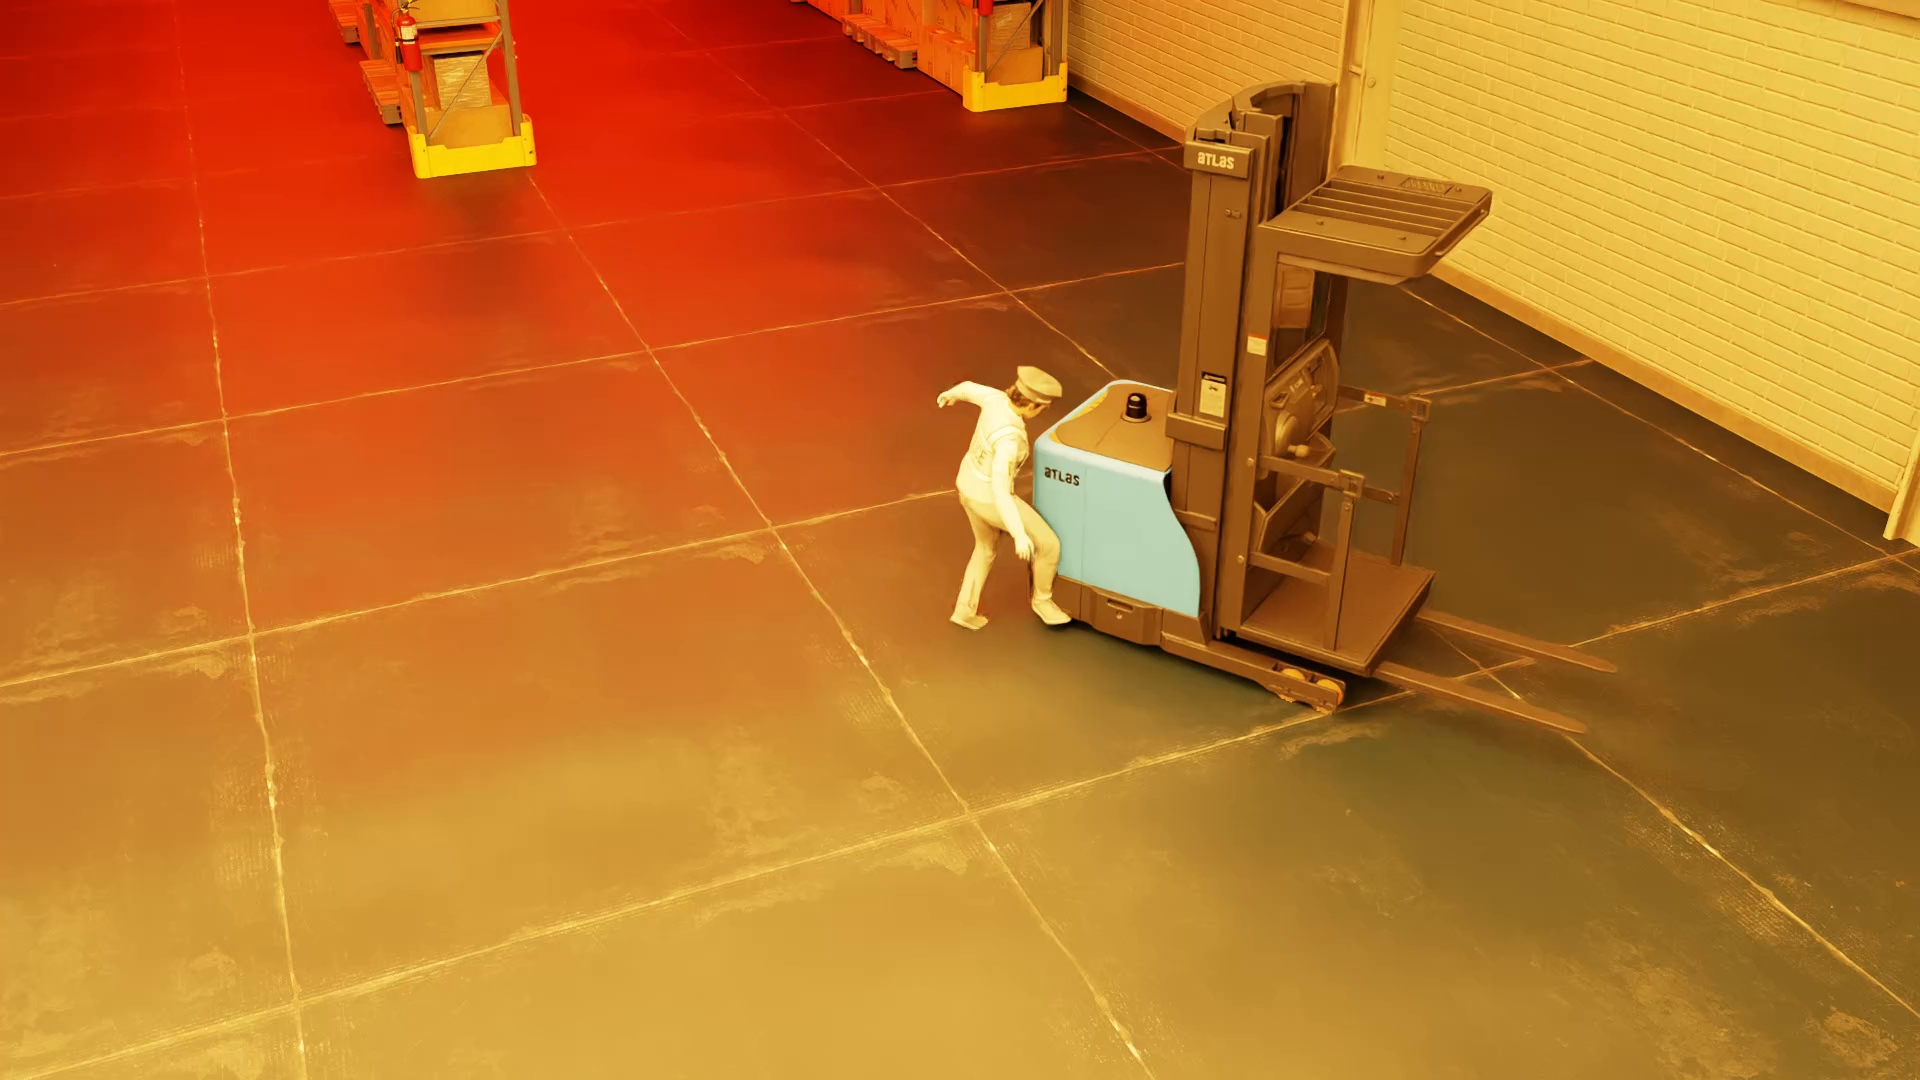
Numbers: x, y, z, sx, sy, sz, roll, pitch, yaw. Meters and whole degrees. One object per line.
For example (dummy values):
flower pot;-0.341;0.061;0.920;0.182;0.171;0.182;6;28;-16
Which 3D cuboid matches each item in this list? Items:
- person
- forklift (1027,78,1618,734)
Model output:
person;0.180;-0.282;9.093;0.633;1.547;1.108;-9;31;-15
forklift;1.900;-0.688;8.323;3.031;2.935;1.130;17;34;27
